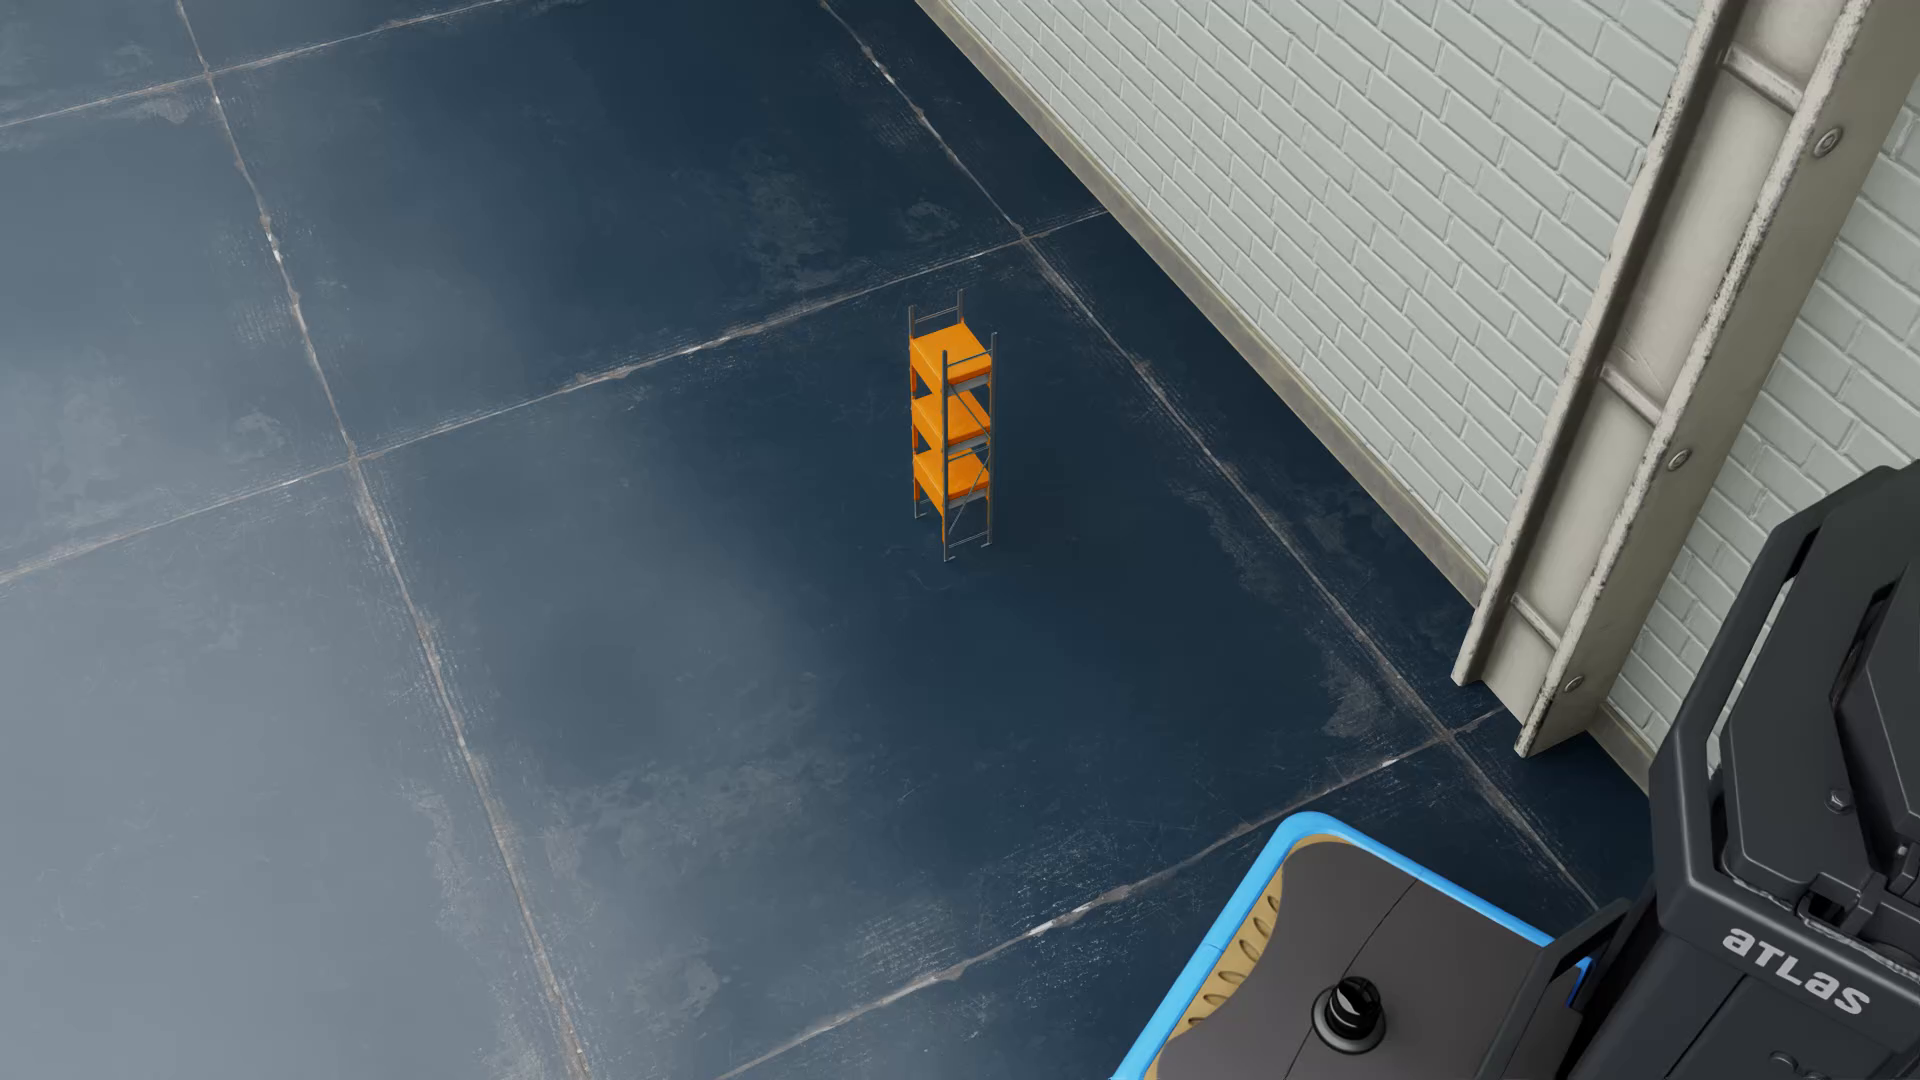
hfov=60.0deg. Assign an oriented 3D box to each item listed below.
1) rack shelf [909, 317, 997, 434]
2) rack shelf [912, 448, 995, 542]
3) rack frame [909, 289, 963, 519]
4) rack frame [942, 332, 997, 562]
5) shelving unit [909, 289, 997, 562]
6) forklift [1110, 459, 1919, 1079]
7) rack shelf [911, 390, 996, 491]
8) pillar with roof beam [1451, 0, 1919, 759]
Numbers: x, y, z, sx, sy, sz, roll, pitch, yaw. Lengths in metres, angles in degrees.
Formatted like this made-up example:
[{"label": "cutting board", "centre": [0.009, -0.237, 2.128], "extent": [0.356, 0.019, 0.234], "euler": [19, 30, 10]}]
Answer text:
[{"label": "rack shelf", "centre": [-0.025, -0.561, 5.680], "extent": [0.215, 0.259, 0.240], "euler": [-21, 52, -18]}, {"label": "rack shelf", "centre": [-0.025, -0.191, 6.103], "extent": [0.215, 0.259, 0.240], "euler": [-21, 52, -18]}, {"label": "rack frame", "centre": [-0.080, -0.463, 5.958], "extent": [0.200, 1.050, 0.008], "euler": [-21, 52, -18]}, {"label": "rack frame", "centre": [0.031, -0.300, 5.815], "extent": [0.200, 1.050, 0.008], "euler": [-21, 52, -18]}, {"label": "shelving unit", "centre": [-0.025, -0.381, 5.886], "extent": [0.215, 1.050, 0.252], "euler": [-21, 52, -18]}, {"label": "forklift", "centre": [1.807, 1.346, 3.125], "extent": [3.031, 2.935, 1.130], "euler": [28, 54, 22]}, {"label": "rack shelf", "centre": [-0.025, -0.374, 5.894], "extent": [0.215, 0.259, 0.240], "euler": [-21, 52, -18]}, {"label": "pillar with roof beam", "centre": [-1.883, -0.925, 1.081], "extent": [9.100, 9.000, 0.400], "euler": [-21, 52, -18]}]
